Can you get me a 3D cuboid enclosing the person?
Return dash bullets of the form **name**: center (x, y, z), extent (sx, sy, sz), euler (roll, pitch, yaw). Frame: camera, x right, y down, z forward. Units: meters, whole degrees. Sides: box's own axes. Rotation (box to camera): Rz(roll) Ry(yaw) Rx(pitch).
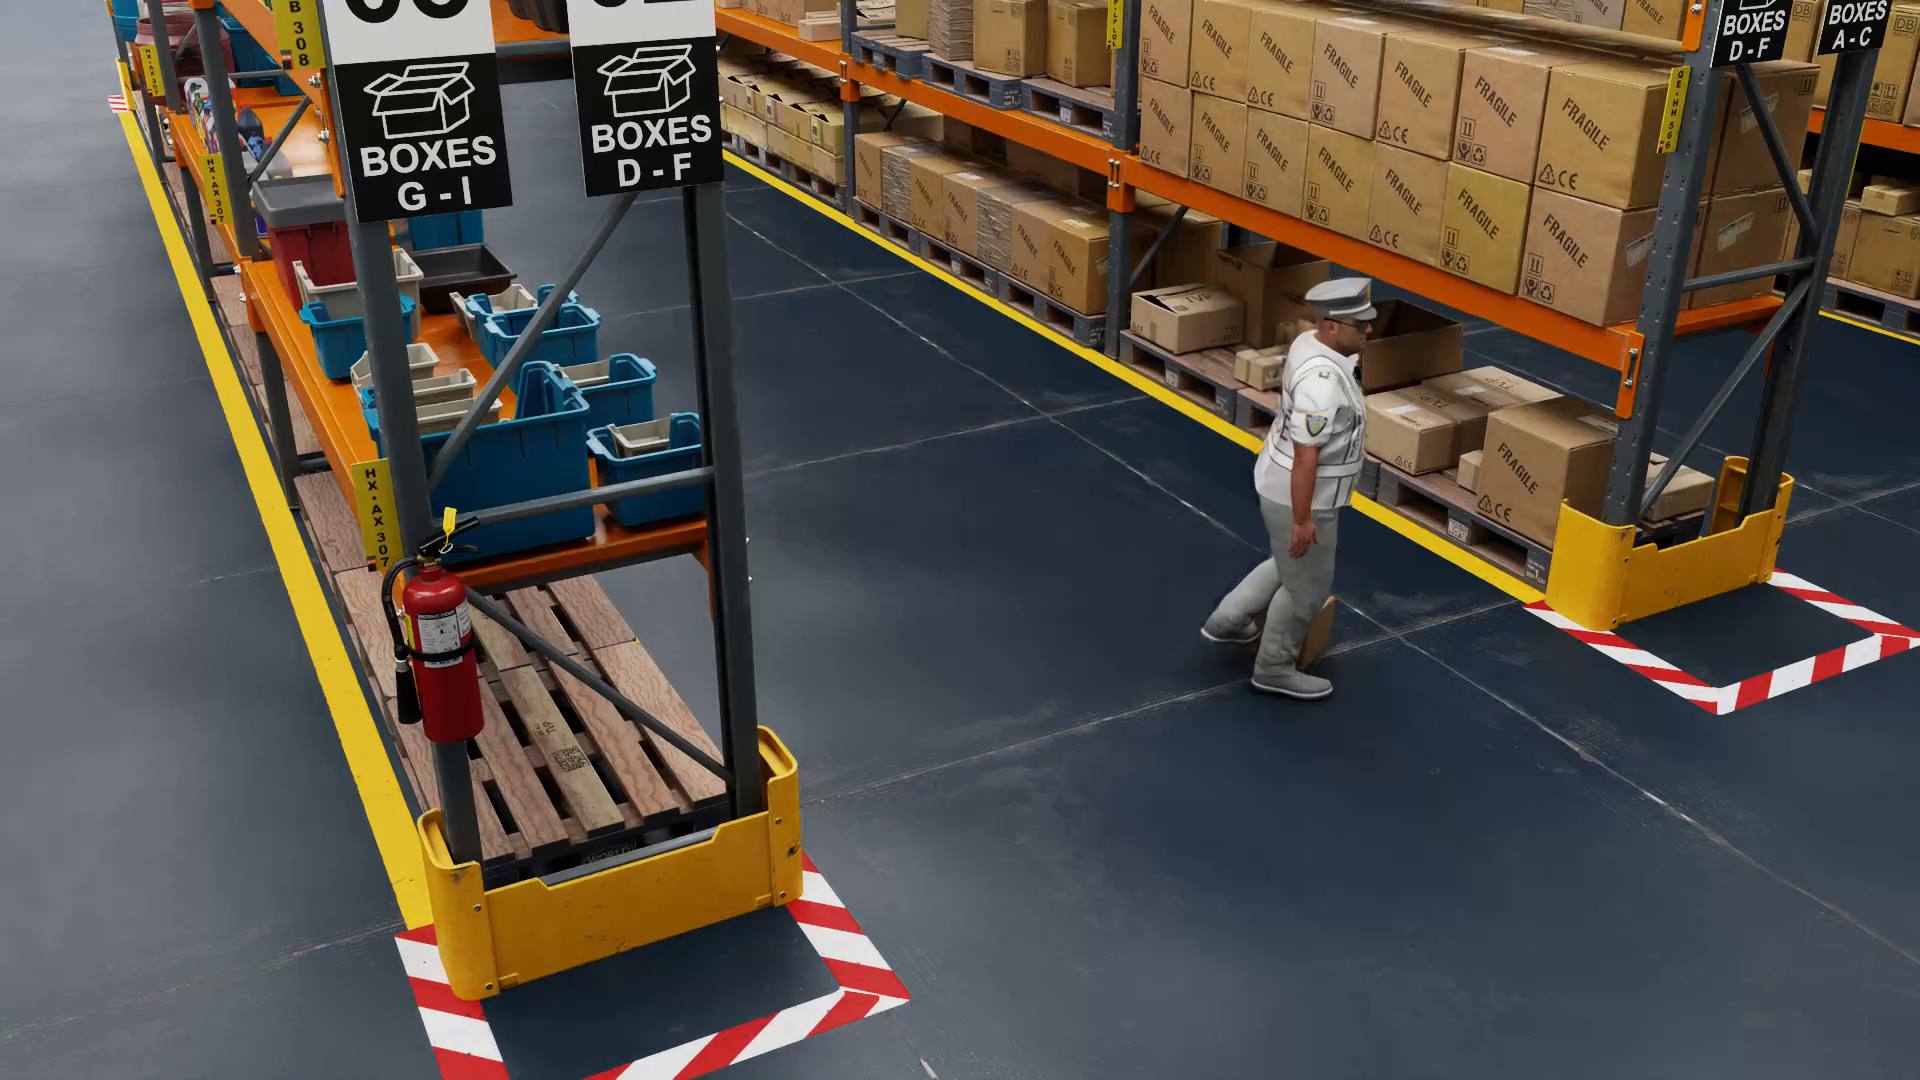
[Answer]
- **person**: center (1.271, -0.198, 6.505), extent (0.571, 1.750, 0.593), euler (3, 26, 6)
